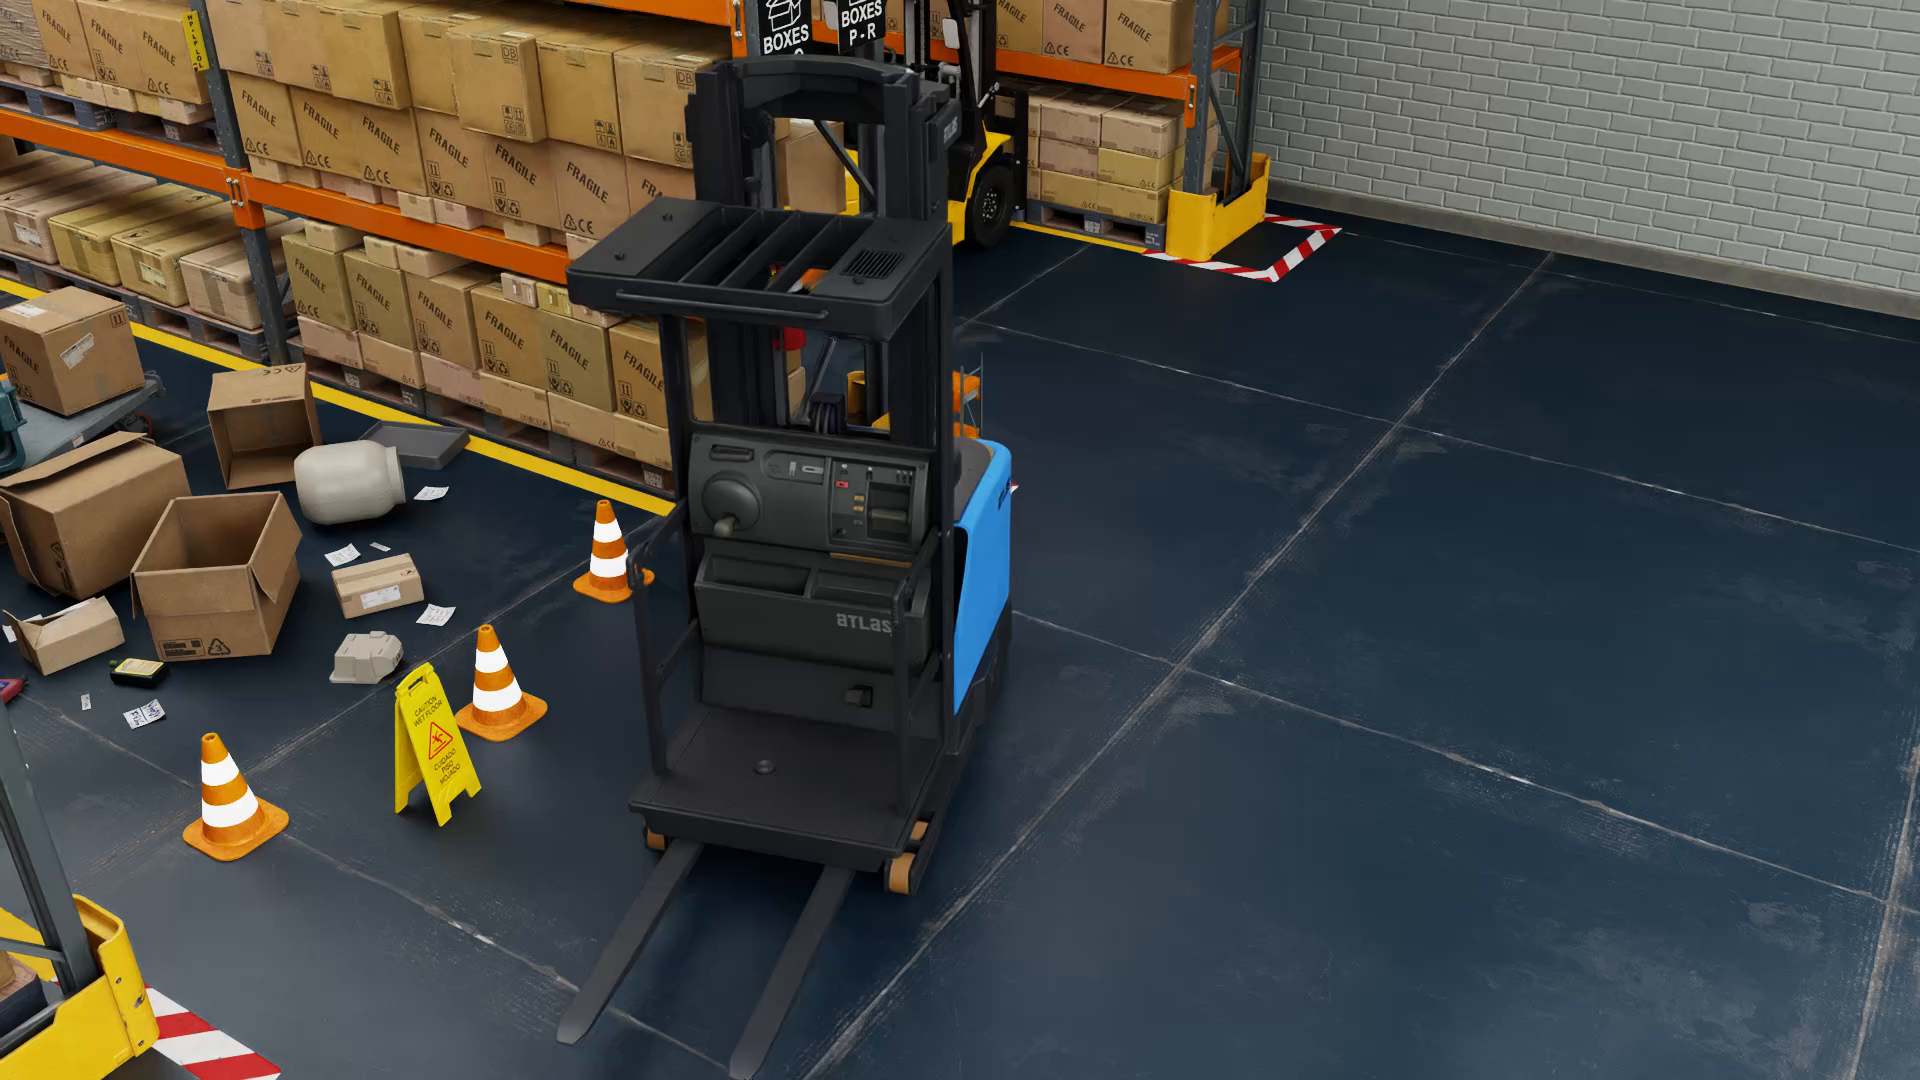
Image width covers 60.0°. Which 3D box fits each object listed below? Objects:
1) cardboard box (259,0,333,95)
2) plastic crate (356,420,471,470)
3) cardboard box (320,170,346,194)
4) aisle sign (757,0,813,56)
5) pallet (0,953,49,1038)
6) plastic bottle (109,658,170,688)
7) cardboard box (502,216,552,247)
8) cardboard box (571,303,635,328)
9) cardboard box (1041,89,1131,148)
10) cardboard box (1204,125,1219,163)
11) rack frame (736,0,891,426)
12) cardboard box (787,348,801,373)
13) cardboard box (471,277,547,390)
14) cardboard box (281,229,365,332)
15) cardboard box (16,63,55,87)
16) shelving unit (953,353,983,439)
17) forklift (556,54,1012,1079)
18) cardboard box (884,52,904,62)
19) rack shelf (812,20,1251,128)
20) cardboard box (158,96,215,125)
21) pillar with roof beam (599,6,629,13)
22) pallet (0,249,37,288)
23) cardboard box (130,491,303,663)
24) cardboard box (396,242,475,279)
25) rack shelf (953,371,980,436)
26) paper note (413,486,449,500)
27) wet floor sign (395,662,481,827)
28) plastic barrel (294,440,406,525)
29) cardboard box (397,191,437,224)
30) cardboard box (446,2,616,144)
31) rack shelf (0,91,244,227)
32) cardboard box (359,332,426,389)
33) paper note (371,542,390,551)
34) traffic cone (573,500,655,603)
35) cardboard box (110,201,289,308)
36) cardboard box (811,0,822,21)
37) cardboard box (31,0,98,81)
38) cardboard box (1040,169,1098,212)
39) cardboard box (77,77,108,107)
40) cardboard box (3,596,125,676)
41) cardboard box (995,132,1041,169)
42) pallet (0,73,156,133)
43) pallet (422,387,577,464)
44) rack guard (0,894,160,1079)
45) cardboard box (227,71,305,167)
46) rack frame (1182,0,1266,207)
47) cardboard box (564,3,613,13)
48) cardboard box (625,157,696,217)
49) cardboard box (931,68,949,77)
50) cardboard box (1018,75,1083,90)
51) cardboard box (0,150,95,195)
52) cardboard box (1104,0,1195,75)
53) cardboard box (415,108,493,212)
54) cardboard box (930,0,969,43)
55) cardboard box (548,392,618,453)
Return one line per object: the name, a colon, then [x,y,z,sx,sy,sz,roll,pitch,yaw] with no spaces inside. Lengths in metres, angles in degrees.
cardboard box: [-3.402,-2.835,9.247,0.500,0.500,0.700,18,35,28]
plastic crate: [-3.187,-0.557,9.625,0.583,0.080,0.402,6,31,10]
cardboard box: [-3.502,-2.155,9.716,0.250,0.149,0.380,17,34,27]
aisle sign: [-0.795,-2.499,7.477,0.004,0.787,0.394,18,35,27]
pallet: [-3.958,1.647,5.718,1.213,0.211,1.003,18,35,27]
plastic bottle: [-3.803,0.606,7.650,0.283,0.061,0.133,6,31,10]
cardboard box: [-2.244,-1.730,8.988,0.250,0.149,0.380,17,34,27]
cardboard box: [-1.857,-1.287,8.904,0.250,0.149,0.380,19,35,29]
cardboard box: [0.951,-3.186,12.555,0.500,0.250,0.500,18,35,28]
cardboard box: [1.655,-3.060,12.835,0.500,0.250,0.500,18,35,28]
rack frame: [-0.693,-1.517,8.373,0.127,3.000,1.000,18,35,27]
cardboard box: [-1.249,-1.175,9.354,0.500,0.500,0.500,16,34,26]
cardboard box: [-2.378,-1.214,9.422,0.500,0.500,0.500,17,34,26]
cardboard box: [-3.725,-1.633,10.139,0.500,0.500,0.500,19,35,30]
cardboard box: [-5.949,-3.113,10.941,0.250,0.149,0.380,19,35,29]
shelving unit: [-0.045,-0.468,8.510,0.252,1.050,0.215,18,35,27]
forklift: [-0.625,-0.117,6.042,1.130,2.935,3.031,7,31,13]
cardboard box: [-0.488,-3.955,13.872,0.500,0.250,0.500,17,34,27]
rack shelf: [0.249,-3.861,13.106,4.000,0.370,1.077,18,35,27]
cardboard box: [-4.663,-2.681,10.202,0.250,0.149,0.380,18,35,28]
pillar with roof beam: [-5.538,-6.569,11.079,0.400,9.000,9.100,18,35,27]
pallet: [-6.808,-2.245,12.389,1.213,0.211,1.003,18,35,27]
cardboard box: [-3.526,0.172,7.957,0.637,0.503,0.797,-4,30,-7]
cardboard box: [-2.985,-1.646,9.519,0.250,0.149,0.380,20,36,30]
rack shelf: [-0.045,-0.704,8.372,0.240,0.259,0.215,18,35,27]
paper note: [-2.914,-0.262,9.168,0.148,0.019,0.142,6,31,10]
wet floor sign: [-2.162,0.803,6.734,0.232,0.644,0.267,12,32,19]
plastic barrel: [-3.247,-0.311,8.863,0.512,0.421,0.421,-9,32,-15]
cardboard box: [-2.906,-1.912,9.300,0.250,0.149,0.380,18,35,28]
cardboard box: [-2.153,-2.395,8.493,0.500,0.500,0.700,17,34,27]
rack shelf: [-5.775,-2.813,11.309,4.000,0.370,1.077,18,35,27]
cardboard box: [-3.266,-1.170,10.092,0.500,0.250,0.500,20,36,30]
paper note: [-3.026,0.036,8.678,0.123,0.001,0.032,18,35,27]
traffic cone: [-1.743,0.014,8.266,0.334,0.463,0.336,18,35,27]
cardboard box: [-5.137,-1.965,11.333,0.625,0.372,0.950,20,36,30]
cardboard box: [-1.208,-4.521,13.423,0.500,0.500,0.500,17,34,26]
cardboard box: [-5.449,-3.240,10.516,0.500,0.500,0.500,19,35,29]
cardboard box: [0.961,-2.758,12.813,0.500,0.250,0.500,18,35,27]
cardboard box: [-5.332,-2.880,10.542,0.250,0.149,0.380,18,35,28]
cardboard box: [-4.192,0.407,7.789,0.258,0.266,0.396,24,38,35]
cardboard box: [0.497,-3.111,12.922,0.500,0.250,0.500,17,34,26]
pallet: [-5.770,-3.064,11.216,1.213,0.211,1.003,18,35,27]
pallet: [-2.456,-0.893,10.070,1.213,0.211,1.003,18,35,27]
rack guard: [-3.218,1.709,5.324,0.348,0.500,1.175,18,35,27]
cardboard box: [-3.856,-2.523,9.704,0.500,0.500,0.500,17,35,27]
rack frame: [1.943,-3.636,12.006,0.127,3.000,1.000,18,35,27]
cardboard box: [-3.754,-4.590,15.582,0.625,0.625,0.875,19,35,29]
cardboard box: [-1.299,-1.716,8.321,0.500,0.500,0.500,17,34,26]
cardboard box: [-0.347,-3.600,13.264,0.500,0.250,0.500,19,35,29]
cardboard box: [0.793,-3.542,13.165,0.500,0.250,0.500,17,34,27]
cardboard box: [-6.995,-2.551,12.336,0.625,0.372,0.950,15,34,24]
cardboard box: [1.386,-3.699,12.015,0.500,0.500,0.500,17,34,26]
cardboard box: [-2.562,-2.132,9.033,0.500,0.500,0.500,18,35,28]
cardboard box: [0.086,-4.109,12.718,0.500,0.500,0.500,18,35,28]
cardboard box: [-1.955,-0.754,9.378,0.500,0.250,0.500,18,35,28]
